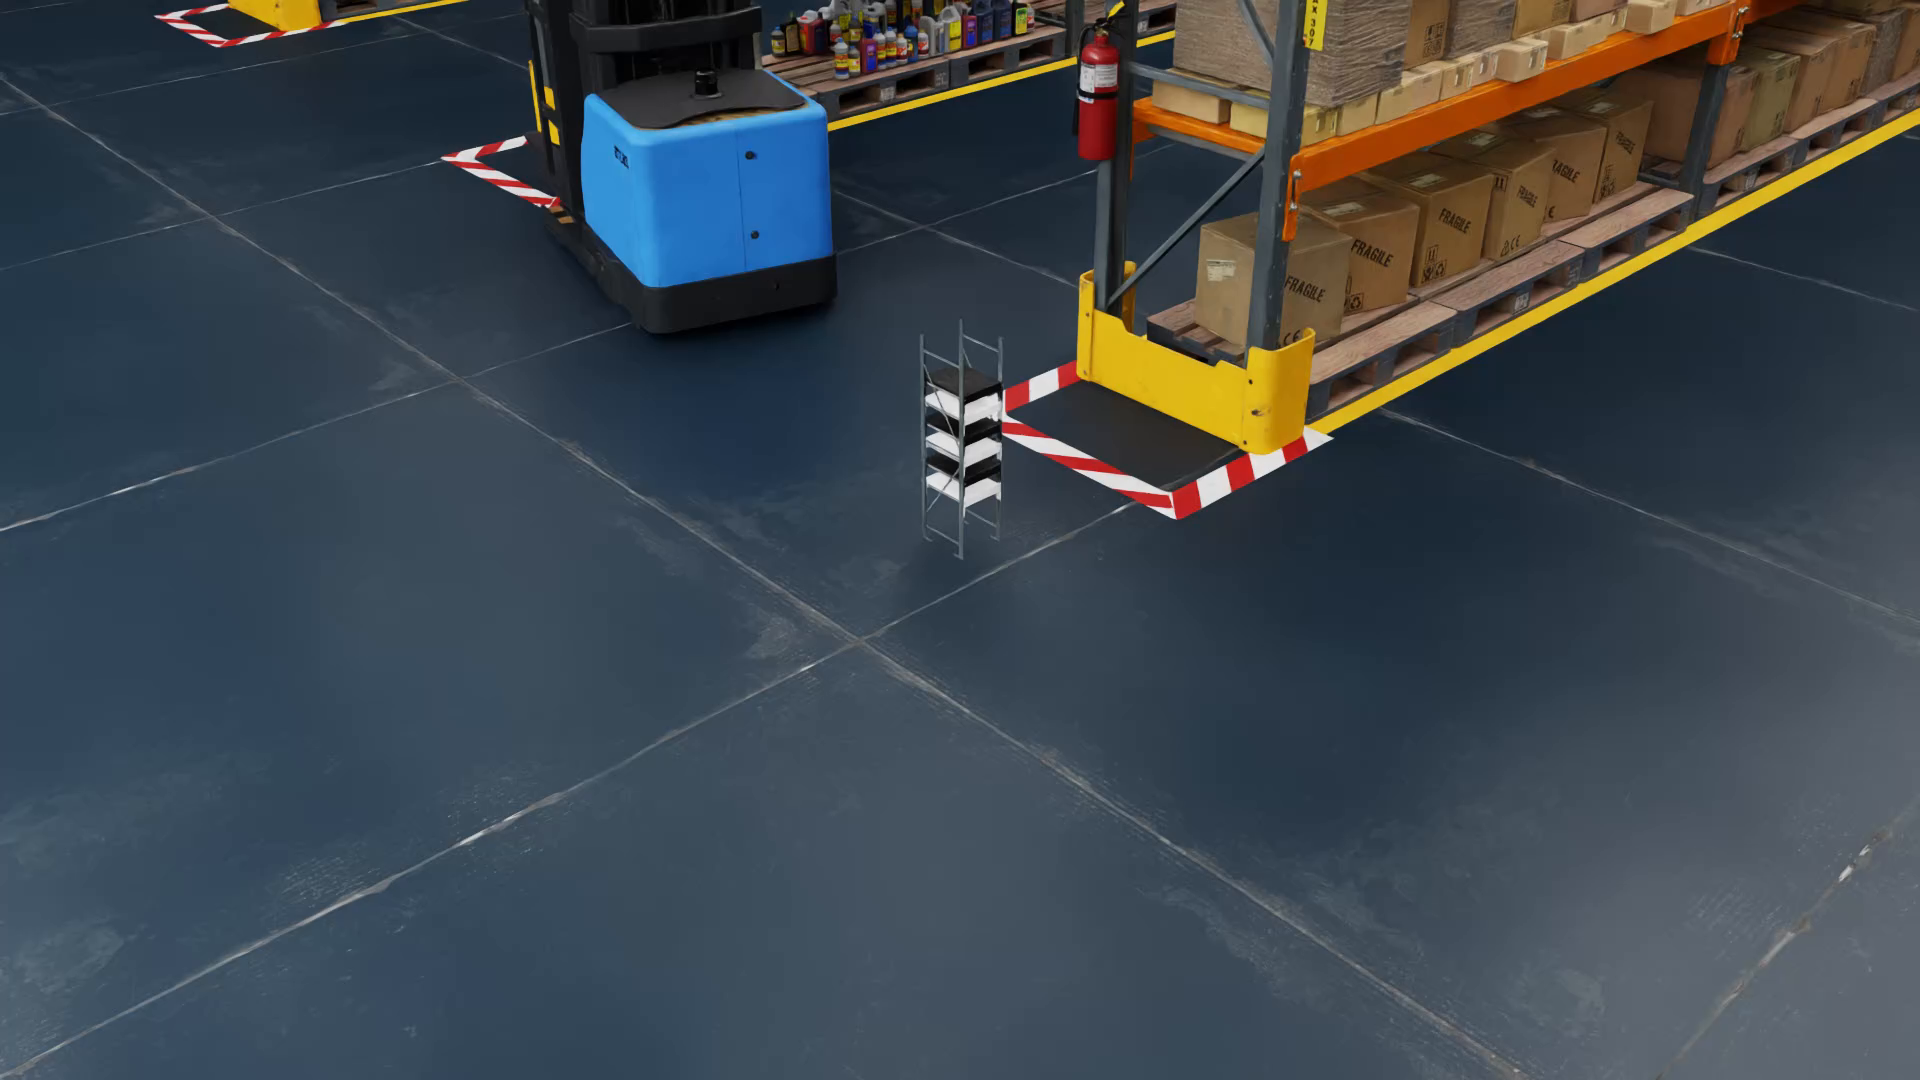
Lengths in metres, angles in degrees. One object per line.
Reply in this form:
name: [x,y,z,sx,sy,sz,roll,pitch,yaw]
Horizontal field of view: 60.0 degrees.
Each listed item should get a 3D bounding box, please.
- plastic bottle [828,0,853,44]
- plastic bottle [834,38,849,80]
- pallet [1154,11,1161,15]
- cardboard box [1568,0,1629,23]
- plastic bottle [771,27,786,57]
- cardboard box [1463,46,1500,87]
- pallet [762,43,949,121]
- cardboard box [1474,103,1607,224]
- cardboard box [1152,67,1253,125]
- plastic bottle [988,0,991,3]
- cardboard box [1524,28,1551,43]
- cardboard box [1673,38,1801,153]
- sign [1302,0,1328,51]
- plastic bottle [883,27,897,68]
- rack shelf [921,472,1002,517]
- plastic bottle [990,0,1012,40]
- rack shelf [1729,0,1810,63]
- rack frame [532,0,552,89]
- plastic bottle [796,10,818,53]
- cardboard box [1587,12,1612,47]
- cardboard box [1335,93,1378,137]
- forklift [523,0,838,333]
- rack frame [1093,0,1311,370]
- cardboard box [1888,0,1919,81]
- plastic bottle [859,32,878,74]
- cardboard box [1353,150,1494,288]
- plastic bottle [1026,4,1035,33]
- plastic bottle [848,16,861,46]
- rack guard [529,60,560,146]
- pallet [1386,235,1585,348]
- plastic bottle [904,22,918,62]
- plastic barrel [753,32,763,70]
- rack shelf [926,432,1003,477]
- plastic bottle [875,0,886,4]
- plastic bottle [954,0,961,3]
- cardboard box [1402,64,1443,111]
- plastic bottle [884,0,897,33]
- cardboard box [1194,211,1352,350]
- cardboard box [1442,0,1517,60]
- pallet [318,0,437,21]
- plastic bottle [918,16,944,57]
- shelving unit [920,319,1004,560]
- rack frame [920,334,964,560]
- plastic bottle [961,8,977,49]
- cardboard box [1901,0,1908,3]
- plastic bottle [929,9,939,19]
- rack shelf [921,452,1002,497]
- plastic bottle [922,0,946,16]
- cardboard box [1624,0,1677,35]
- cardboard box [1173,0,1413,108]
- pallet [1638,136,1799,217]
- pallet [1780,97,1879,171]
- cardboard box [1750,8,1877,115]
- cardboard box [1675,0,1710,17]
plastic bottle: [-0.891,-3.860,12.304,0.185,0.351,0.144,-24,39,-34]
plastic bottle: [-0.822,-3.342,11.534,0.097,0.271,0.097,0,31,0]
pallet: [2.014,-4.752,14.319,1.213,0.211,1.003,-26,40,-35]
cardboard box: [2.877,-2.972,8.355,0.500,0.500,0.875,-26,40,-35]
plastic bottle: [-1.315,-3.607,12.035,0.097,0.201,0.097,0,31,0]
cardboard box: [2.287,-2.248,7.792,0.250,0.149,0.380,-26,40,-35]
pallet: [-0.846,-3.366,12.053,1.213,0.211,1.003,-26,40,-35]
cardboard box: [3.202,-2.099,9.300,0.500,0.500,0.500,-13,34,-21]
cardboard box: [1.073,-1.973,7.341,0.250,0.149,0.380,-26,40,-35]
plastic bottle: [0.196,-3.987,12.513,0.185,0.351,0.144,-26,40,-35]
cardboard box: [2.634,-2.437,8.101,0.250,0.149,0.380,-26,40,-35]
cardboard box: [4.765,-2.811,10.447,0.500,0.500,0.700,-26,40,-36]
sign: [1.373,-2.062,6.416,0.005,0.325,0.100,-26,40,-35]
plastic bottle: [-0.497,-3.499,11.791,0.097,0.271,0.097,0,31,0]
rack shelf: [0.006,-0.205,6.631,0.200,0.077,0.258,-26,40,-35]
plastic bottle: [0.294,-3.932,12.423,0.185,0.351,0.144,-27,41,-37]
rack shelf: [5.404,-3.721,10.649,4.000,0.370,1.077,-26,40,-35]
rack frame: [-2.363,-3.794,10.080,0.127,3.000,1.000,-26,40,-35]
plastic bottle: [-1.111,-3.718,12.144,0.135,0.276,0.152,-25,40,-35]
cardboard box: [3.029,-2.598,8.365,0.250,0.149,0.380,-26,40,-35]
cardboard box: [1.572,-1.884,7.196,0.250,0.149,0.380,-26,40,-35]
forklift: [-1.767,-3.027,8.890,1.130,2.935,3.031,-15,35,-23]
rack frame: [1.004,-1.900,6.981,0.127,3.000,1.000,-26,40,-35]
cardboard box: [6.393,-3.613,11.758,0.700,0.500,0.500,27,40,36]
plastic bottle: [-0.644,-3.420,11.650,0.133,0.283,0.061,-25,39,-35]
cardboard box: [2.361,-1.667,8.595,0.500,0.500,0.500,-22,38,-31]
plastic bottle: [0.516,-3.959,12.610,0.097,0.201,0.097,0,31,0]
plastic bottle: [-0.777,-3.765,12.293,0.097,0.201,0.097,0,31,0]
rack guard: [-2.340,-2.773,10.806,0.348,0.500,1.175,-26,40,-35]
pallet: [2.574,-1.442,8.906,1.213,0.211,1.003,-26,40,-35]
plastic bottle: [-0.349,-3.571,11.908,0.097,0.271,0.097,0,31,0]
plastic barrel: [-1.565,-3.353,11.340,0.421,0.512,0.421,0,31,0]
rack shelf: [0.006,-0.358,6.537,0.200,0.077,0.258,-26,40,-35]
plastic bottle: [-0.592,-4.005,12.606,0.133,0.283,0.061,-24,39,-33]
plastic bottle: [-0.036,-4.226,13.046,0.097,0.201,0.097,0,31,0]
cardboard box: [1.935,-2.063,7.490,0.250,0.149,0.380,-26,40,-35]
plastic bottle: [-0.525,-3.976,12.570,0.097,0.271,0.097,0,31,0]
cardboard box: [1.474,-1.228,7.876,0.500,0.500,0.500,-18,36,-27]
cardboard box: [2.107,-2.638,7.808,0.500,0.500,0.875,-26,40,-35]
pallet: [-5.196,-4.788,14.378,1.213,0.211,1.003,-26,40,-35]
plastic bottle: [-0.206,-3.661,12.052,0.135,0.276,0.152,-25,39,-35]
shelving unit: [0.006,-0.387,6.520,0.210,0.900,0.258,-26,40,-35]
rack frame: [-0.069,-0.351,6.461,0.006,0.900,0.240,-26,40,-35]
plastic bottle: [0.062,-3.762,12.208,0.133,0.283,0.061,-23,38,-32]
cardboard box: [6.400,-3.929,11.556,0.500,0.250,0.500,-24,39,-34]
plastic bottle: [-0.173,-3.751,12.191,0.133,0.283,0.061,-26,40,-35]
rack shelf: [0.006,-0.282,6.584,0.200,0.077,0.258,-26,40,-35]
plastic bottle: [-0.206,-4.088,12.678,0.185,0.351,0.144,-26,40,-35]
cardboard box: [3.458,-2.741,8.597,0.250,0.149,0.380,-26,40,-35]
cardboard box: [1.426,-2.254,7.180,0.500,0.500,0.875,-26,40,-35]
pallet: [4.507,-2.406,10.482,1.213,0.211,1.003,-26,40,-35]
pallet: [5.402,-2.841,11.193,1.213,0.211,1.003,-26,40,-35]
cardboard box: [5.584,-3.208,11.095,0.500,0.500,0.700,-22,38,-32]
cardboard box: [3.790,-2.938,8.920,0.250,0.149,0.380,-26,40,-35]
